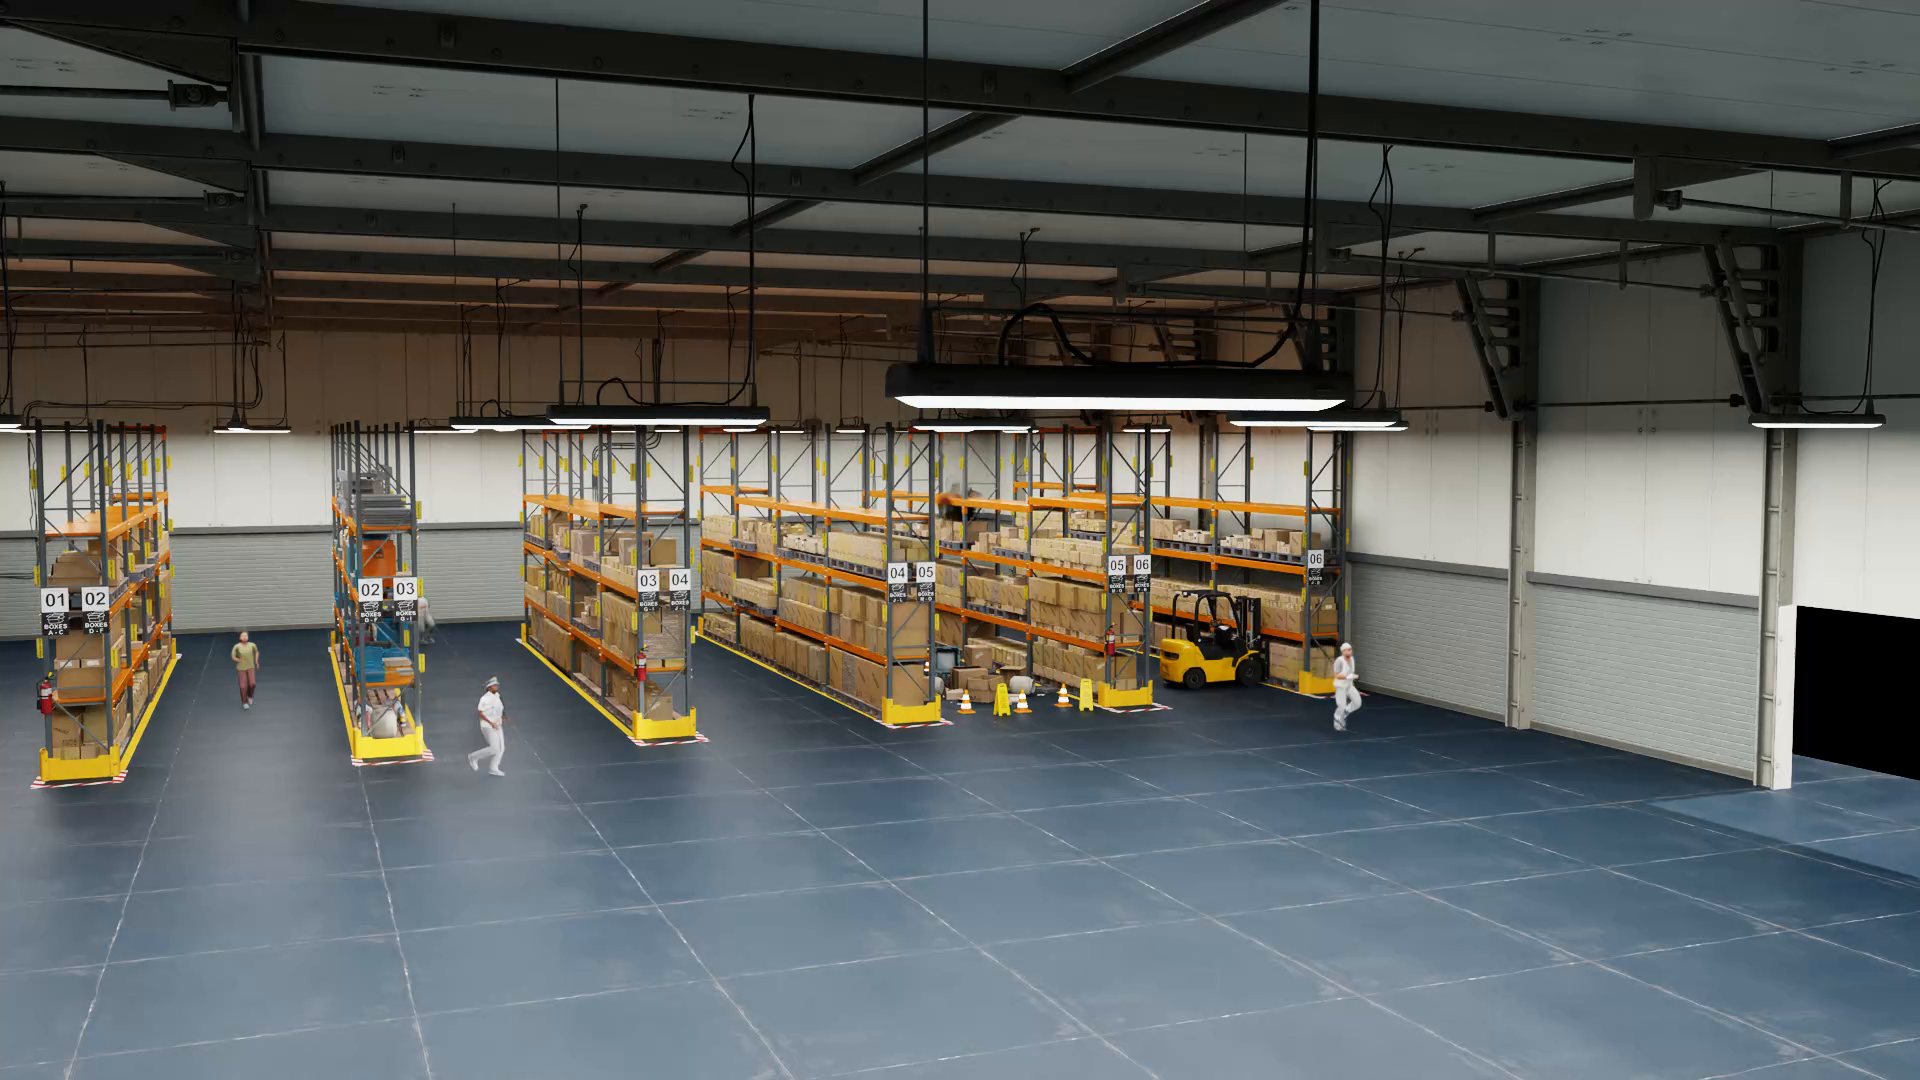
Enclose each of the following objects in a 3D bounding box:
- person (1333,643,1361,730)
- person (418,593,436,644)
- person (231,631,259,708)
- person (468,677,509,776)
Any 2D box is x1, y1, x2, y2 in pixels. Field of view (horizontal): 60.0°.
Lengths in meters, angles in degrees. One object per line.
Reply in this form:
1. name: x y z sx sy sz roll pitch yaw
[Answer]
1. person: 7.456 2.836 32.037 0.704 1.724 0.726 -2 4 -33
2. person: -14.727 2.028 45.449 0.624 1.698 0.776 2 4 34
3. person: -14.982 2.718 34.901 0.564 1.633 0.566 -2 4 -31
4. person: -7.958 3.145 28.118 0.613 1.681 0.578 1 4 13
